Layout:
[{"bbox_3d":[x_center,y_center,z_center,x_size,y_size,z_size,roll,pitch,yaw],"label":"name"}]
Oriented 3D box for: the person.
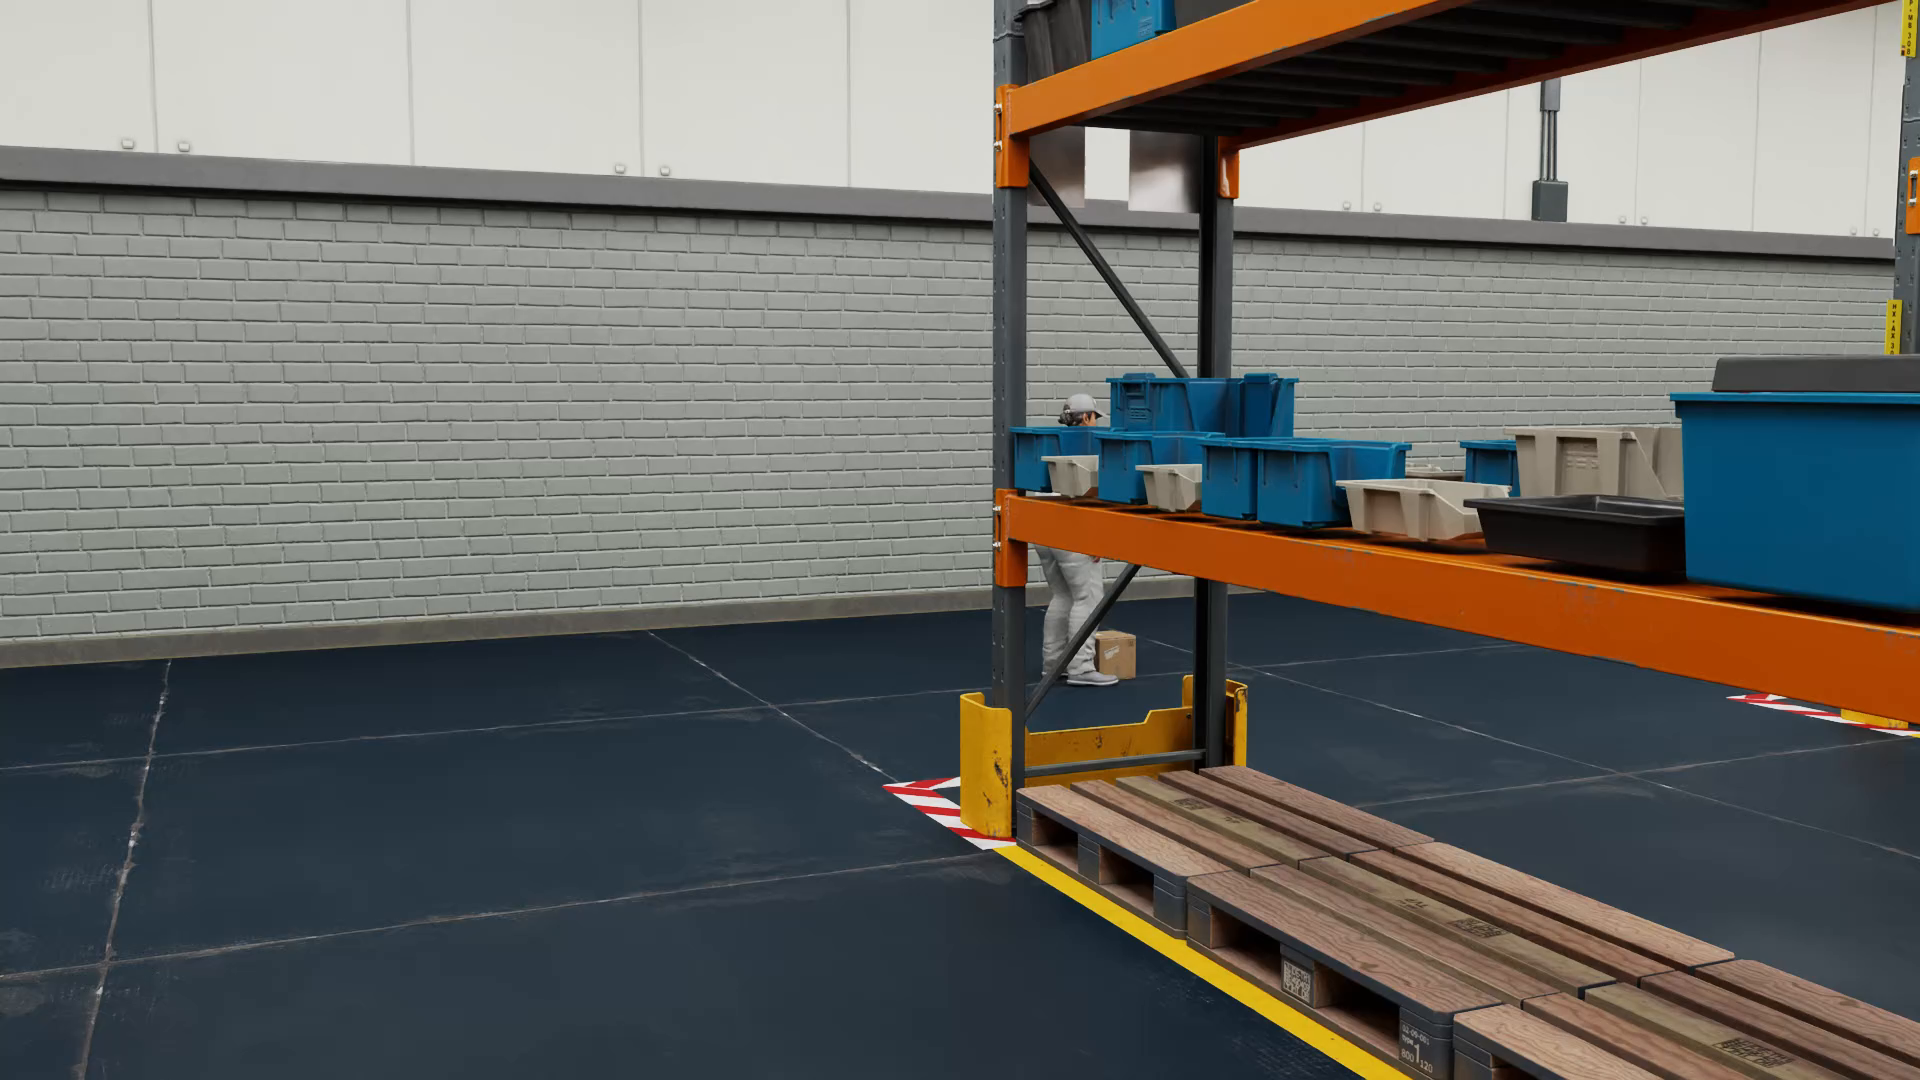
[{"bbox_3d":[0.663,-0.014,9.616,0.468,1.666,0.564,-3,6,-27],"label":"person"}]
